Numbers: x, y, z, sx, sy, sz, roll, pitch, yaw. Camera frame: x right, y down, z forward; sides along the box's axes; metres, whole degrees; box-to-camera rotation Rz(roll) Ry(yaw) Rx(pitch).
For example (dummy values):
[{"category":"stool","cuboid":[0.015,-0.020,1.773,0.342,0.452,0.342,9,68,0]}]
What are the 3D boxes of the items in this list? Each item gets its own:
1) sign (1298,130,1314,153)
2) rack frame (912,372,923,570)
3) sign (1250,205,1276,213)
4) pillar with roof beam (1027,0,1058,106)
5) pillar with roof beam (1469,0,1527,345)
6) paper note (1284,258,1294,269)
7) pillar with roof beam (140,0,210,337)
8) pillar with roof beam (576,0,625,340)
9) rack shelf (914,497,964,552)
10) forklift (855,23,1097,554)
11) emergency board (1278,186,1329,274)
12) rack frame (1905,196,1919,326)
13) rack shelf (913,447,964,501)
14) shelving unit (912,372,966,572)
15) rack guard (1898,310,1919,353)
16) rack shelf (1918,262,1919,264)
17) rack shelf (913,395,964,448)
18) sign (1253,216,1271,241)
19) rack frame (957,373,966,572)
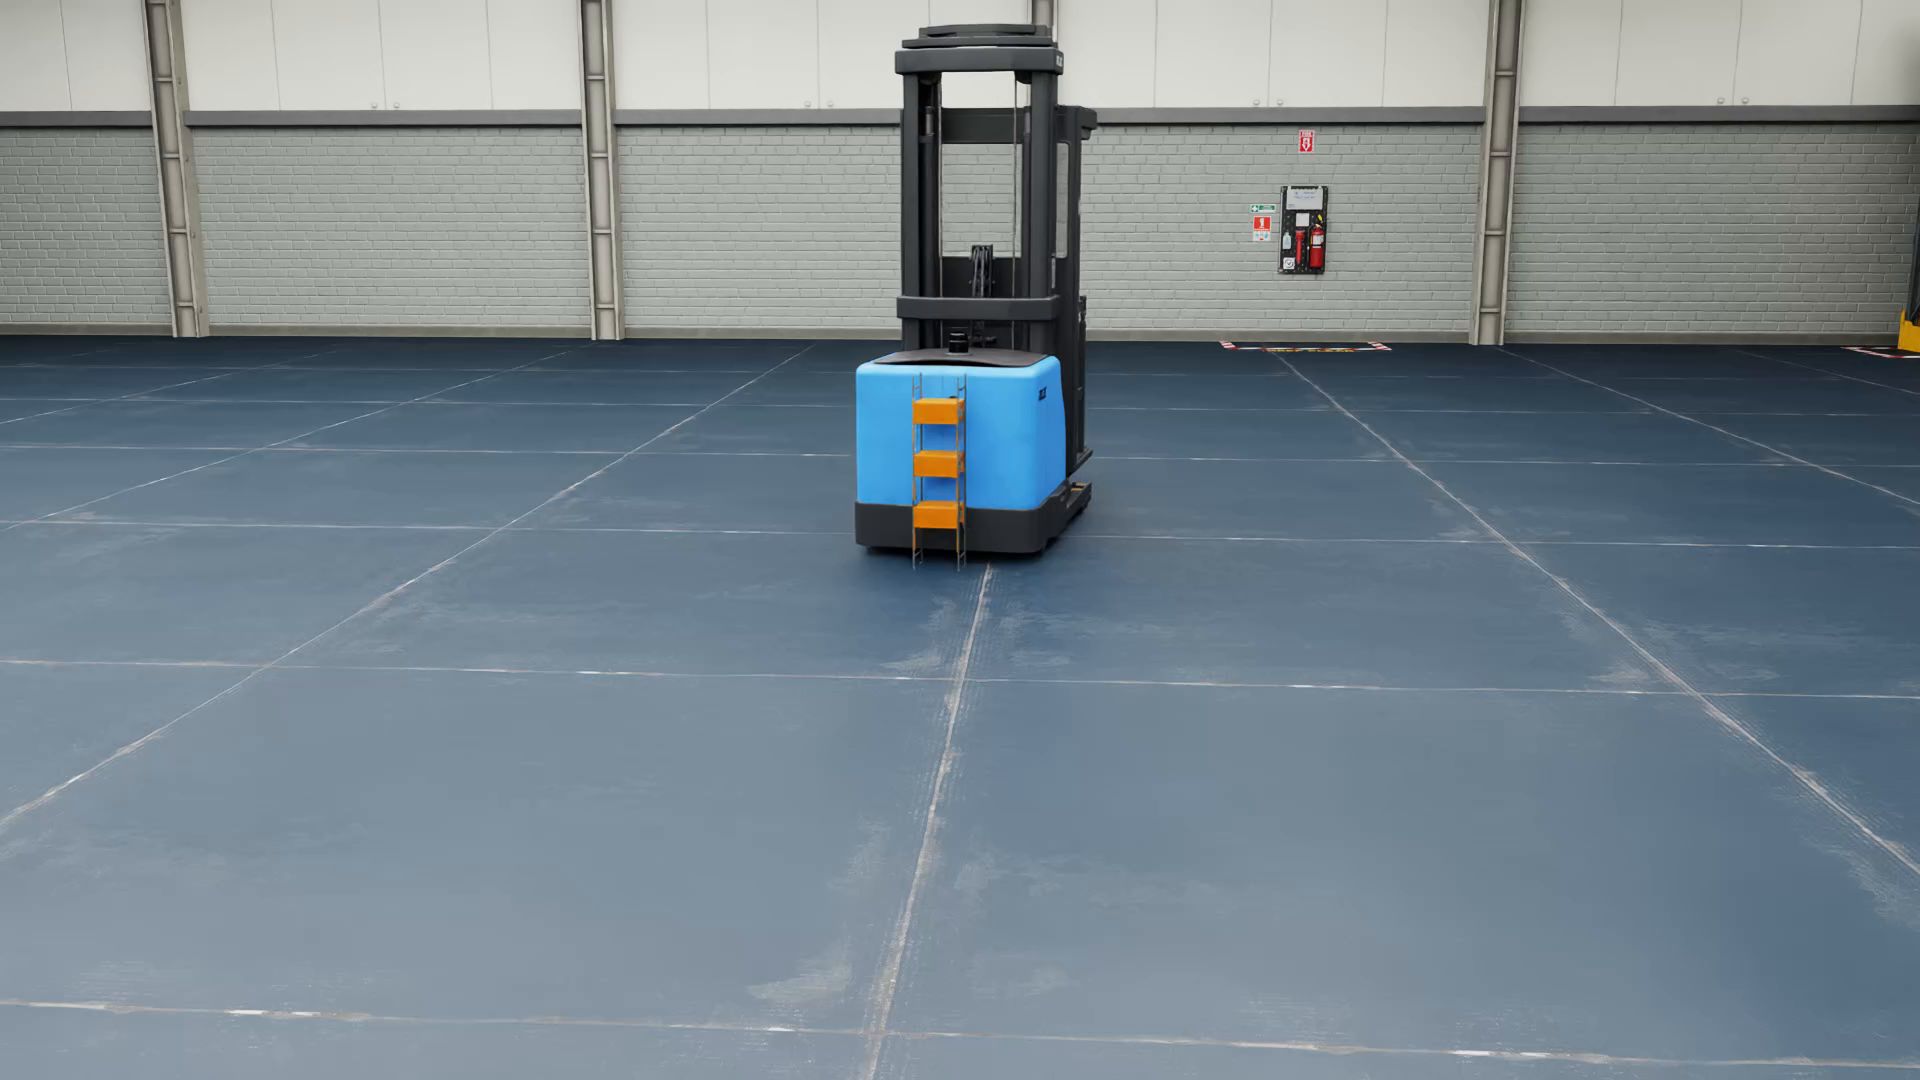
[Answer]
[{"category":"sign","cuboid":[4.612,-5.304,22.138,0.199,0.298,0.001,1,12,4]},{"category":"rack frame","cuboid":[-0.229,-0.371,8.977,0.008,1.050,0.200,2,12,12]},{"category":"sign","cuboid":[4.073,-4.453,22.348,0.331,0.109,0.001,1,12,4]},{"category":"pillar with roof beam","cuboid":[0.803,-6.247,17.653,0.400,9.000,9.100,1,12,4]},{"category":"pillar with roof beam","cuboid":[6.789,-6.165,17.260,0.400,9.000,9.100,1,12,4]},{"category":"paper note","cuboid":[4.442,-3.735,22.447,0.142,0.148,0.016,1,12,4]},{"category":"pillar with roof beam","cuboid":[-11.170,-6.411,18.438,0.400,9.000,9.100,1,12,4]},{"category":"pillar with roof beam","cuboid":[-5.184,-6.329,18.045,0.400,9.000,9.100,1,12,4]},{"category":"rack shelf","cuboid":[-0.110,-0.083,9.012,0.240,0.259,0.215,2,12,12]},{"category":"forklift","cuboid":[0.236,-1.614,10.324,1.130,2.935,3.031,3,12,12]},{"category":"emergency board","cuboid":[4.614,-4.149,22.278,0.643,1.169,0.194,1,12,4]},{"category":"rack frame","cuboid":[12.307,-3.858,20.888,0.127,3.000,1.000,1,12,4]},{"category":"rack shelf","cuboid":[-0.110,-0.355,8.955,0.240,0.259,0.215,2,12,12]},{"category":"shelving unit","cuboid":[-0.110,-0.366,8.953,0.252,1.050,0.215,2,12,12]},{"category":"rack guard","cuboid":[12.383,-2.634,21.139,0.348,0.500,1.175,1,12,4]},{"category":"rack shelf","cuboid":[14.303,-3.479,20.830,4.000,0.370,1.077,1,12,4]},{"category":"rack shelf","cuboid":[-0.110,-0.633,8.897,0.240,0.259,0.215,2,12,12]},{"category":"sign","cuboid":[4.069,-4.195,22.411,0.234,0.329,0.001,1,12,4]},{"category":"rack frame","cuboid":[0.009,-0.361,8.928,0.008,1.050,0.200,2,12,12]}]
